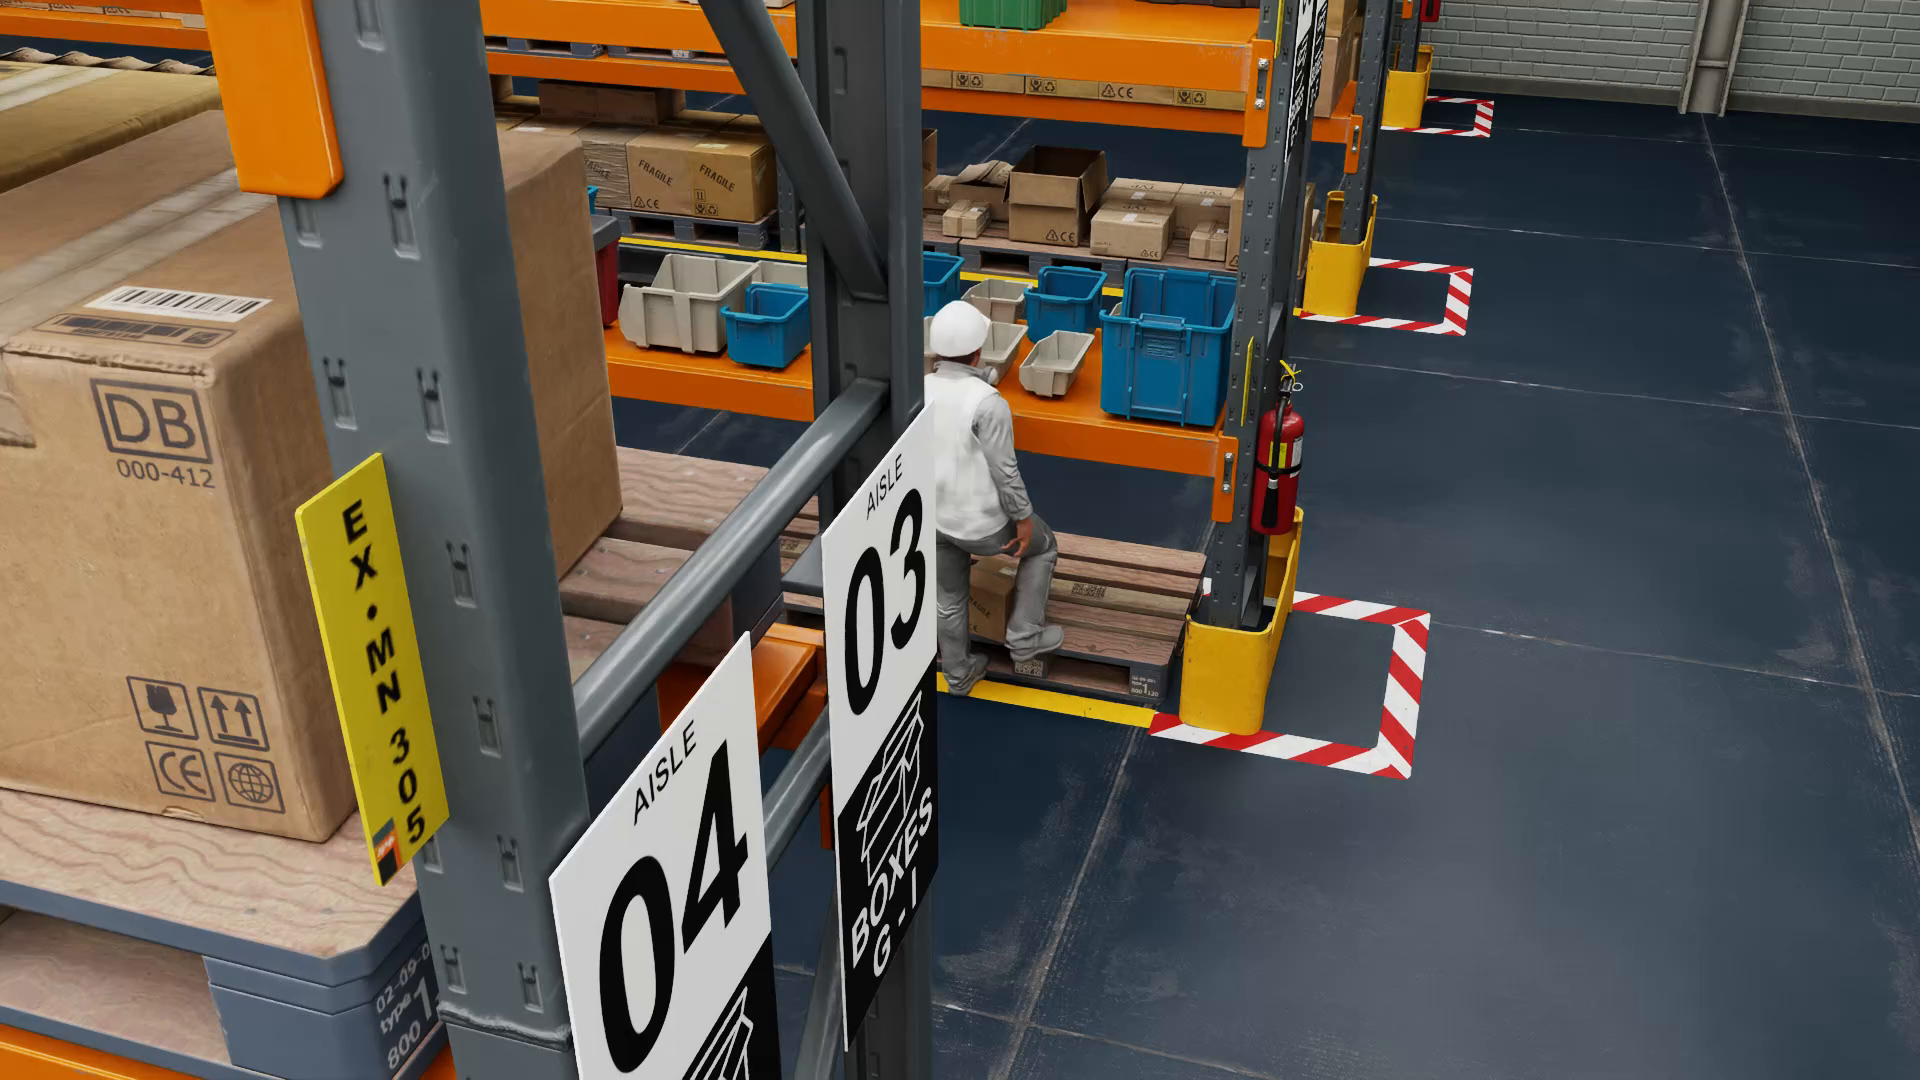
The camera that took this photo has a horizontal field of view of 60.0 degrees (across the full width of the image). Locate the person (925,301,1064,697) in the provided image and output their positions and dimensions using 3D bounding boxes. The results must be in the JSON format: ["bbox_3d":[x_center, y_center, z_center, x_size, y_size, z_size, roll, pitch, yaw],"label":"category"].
[{"bbox_3d":[0.078,-0.155,6.857,0.634,1.774,0.614,18,34,30],"label":"person"}]
